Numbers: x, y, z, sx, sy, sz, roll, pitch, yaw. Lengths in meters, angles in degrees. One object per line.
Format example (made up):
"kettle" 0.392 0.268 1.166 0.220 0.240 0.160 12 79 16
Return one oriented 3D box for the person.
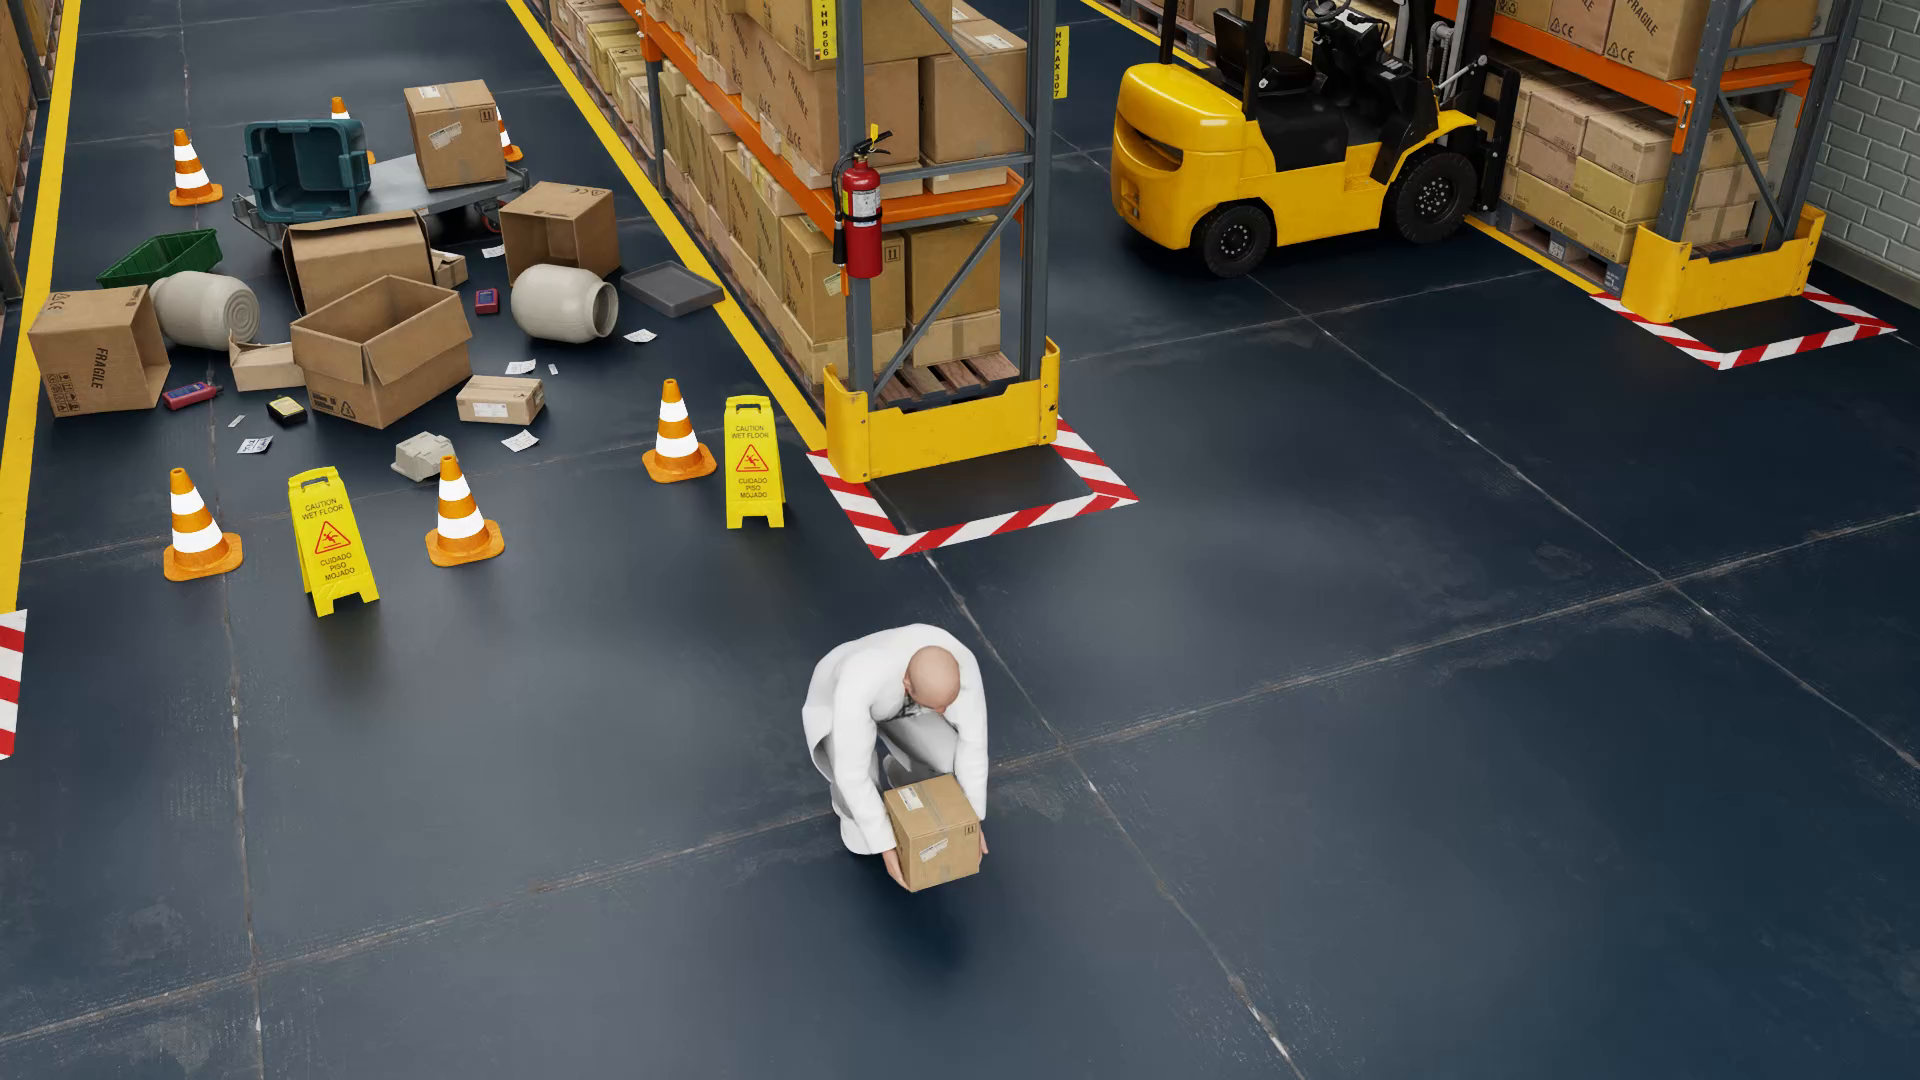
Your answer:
"person" -0.225 0.674 5.854 0.604 0.978 0.909 -13 35 -19
